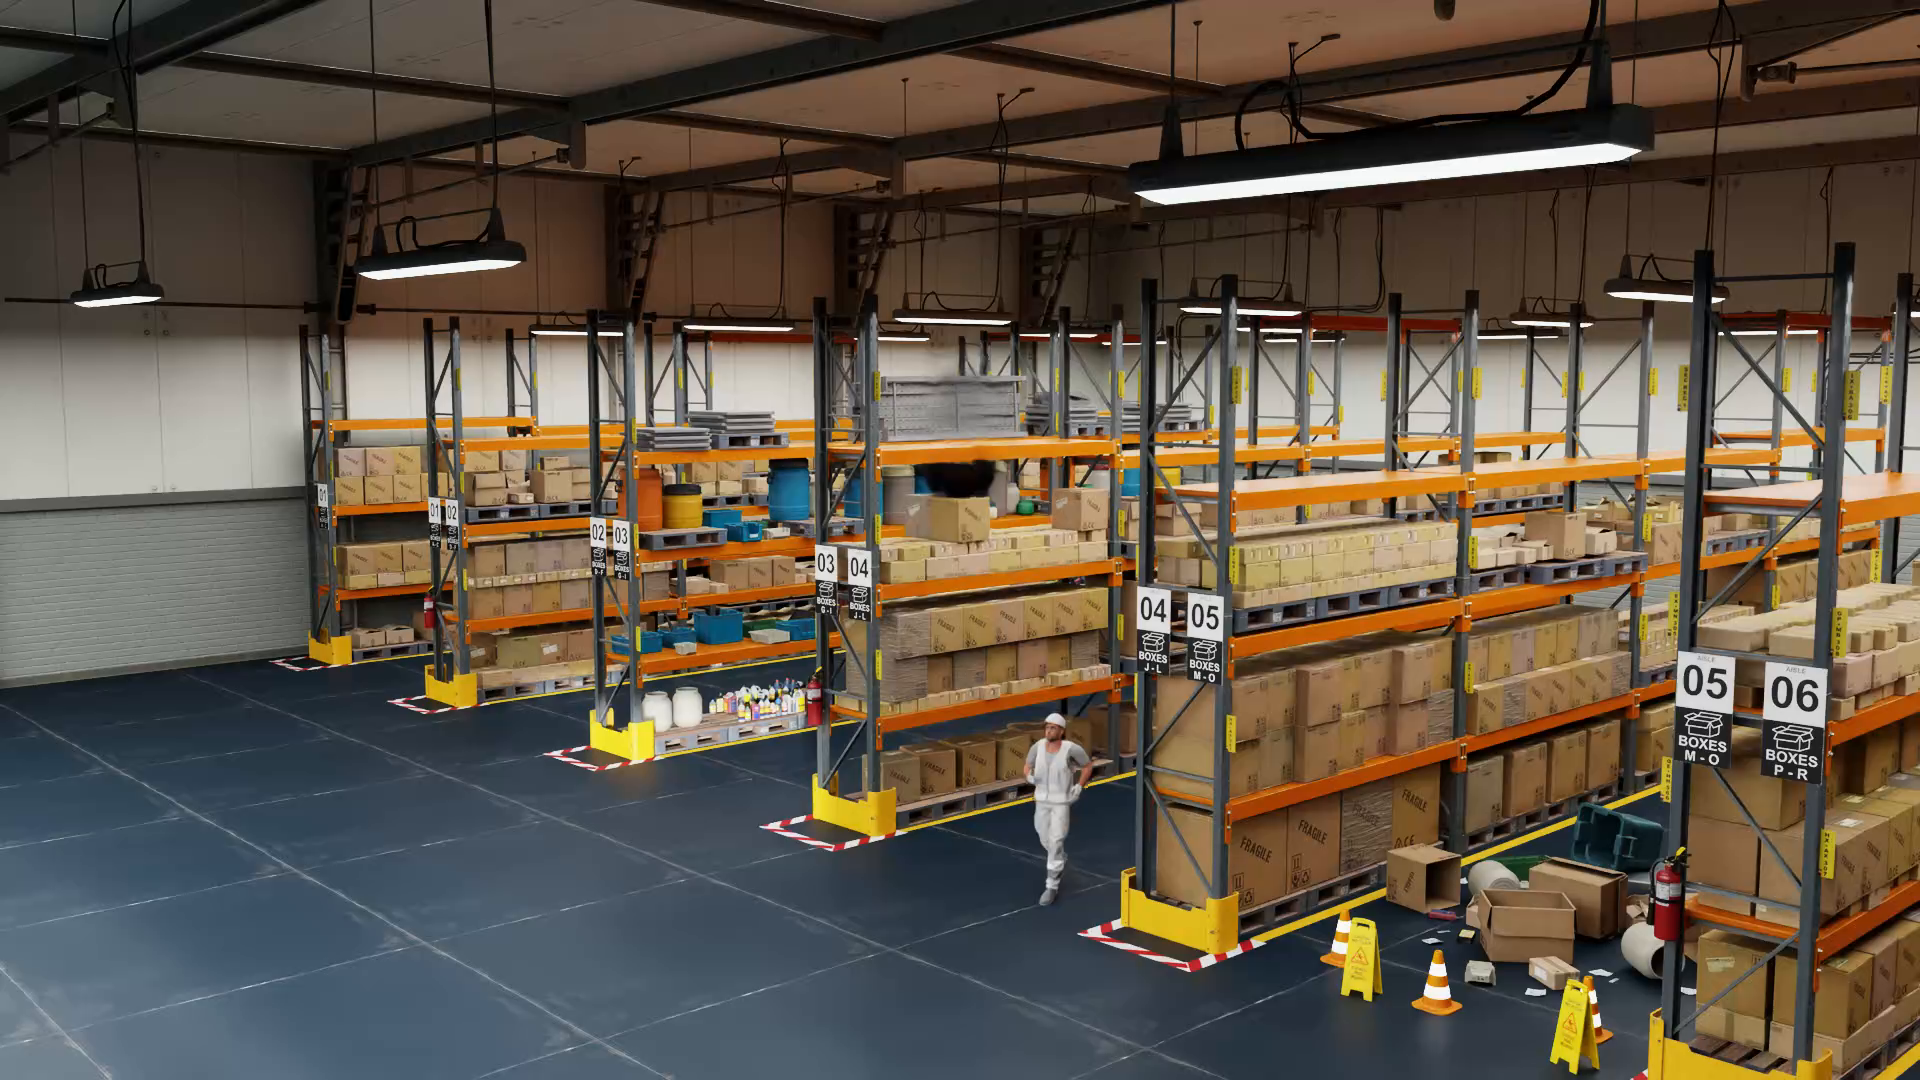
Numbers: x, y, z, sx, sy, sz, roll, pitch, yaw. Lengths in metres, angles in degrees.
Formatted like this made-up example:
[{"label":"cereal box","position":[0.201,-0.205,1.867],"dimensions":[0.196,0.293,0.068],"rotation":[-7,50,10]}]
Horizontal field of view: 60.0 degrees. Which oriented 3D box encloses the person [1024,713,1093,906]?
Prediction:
[{"label":"person","position":[0.921,2.607,16.452],"dimensions":[0.661,1.812,0.868],"rotation":[3,7,30]}]
